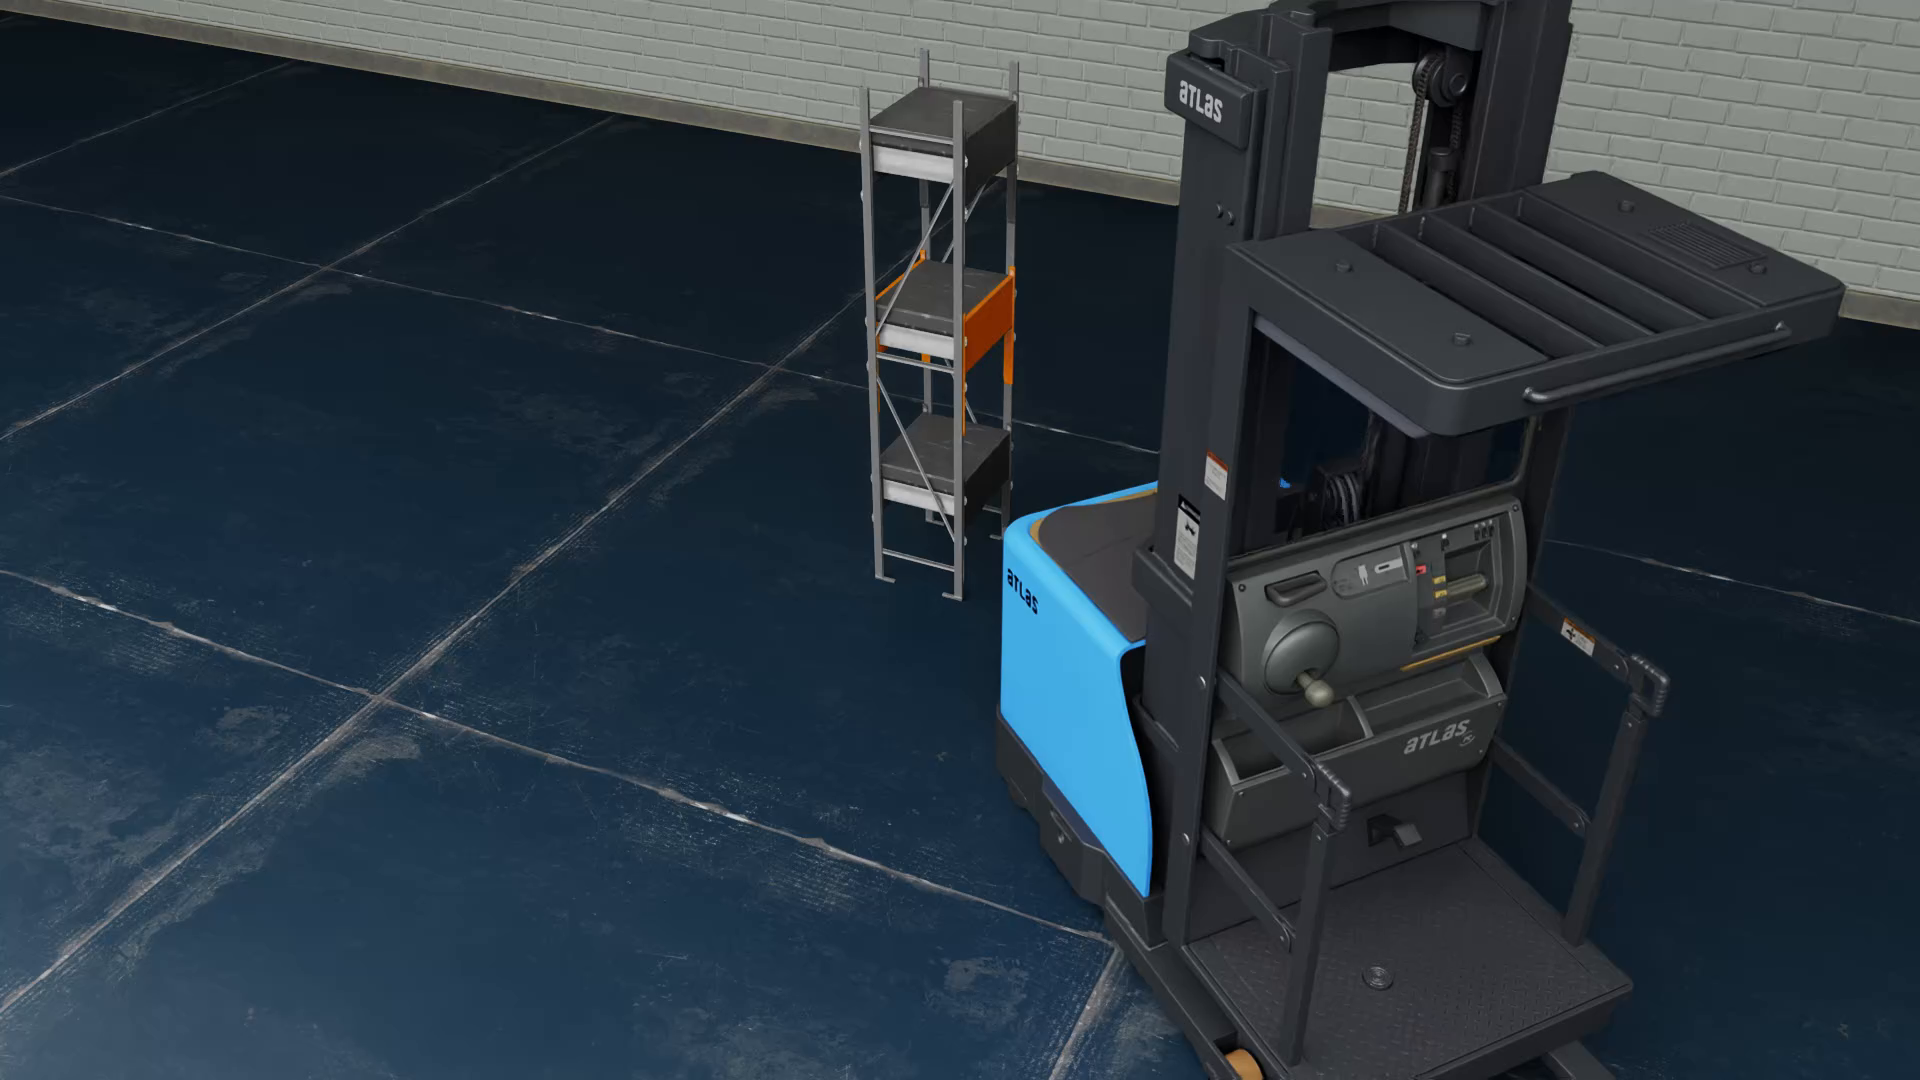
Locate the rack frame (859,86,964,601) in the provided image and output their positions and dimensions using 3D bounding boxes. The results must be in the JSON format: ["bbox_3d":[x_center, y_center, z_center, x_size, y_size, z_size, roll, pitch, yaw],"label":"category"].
[{"bbox_3d":[-0.171,-0.674,6.363,0.400,2.100,0.015,14,36,20],"label":"rack frame"}]

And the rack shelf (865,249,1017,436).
[{"bbox_3d":[-0.069,-0.784,6.556,0.431,0.518,0.480,14,36,20],"label":"rack shelf"}]

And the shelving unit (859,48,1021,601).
[{"bbox_3d":[-0.069,-0.796,6.549,0.431,2.100,0.503,14,36,20],"label":"shelving unit"}]

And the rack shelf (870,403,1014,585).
[{"bbox_3d":[-0.069,-0.199,6.940,0.431,0.518,0.480,14,36,20],"label":"rack shelf"}]

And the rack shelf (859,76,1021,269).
[{"bbox_3d":[-0.069,-1.370,6.172,0.431,0.518,0.480,14,36,20],"label":"rack shelf"}]

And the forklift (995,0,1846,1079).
[{"bbox_3d":[1.214,0.222,4.239,1.130,2.935,3.031,-15,36,-21],"label":"forklift"}]

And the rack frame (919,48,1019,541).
[{"bbox_3d":[0.033,-0.917,6.734,0.400,2.100,0.015,14,36,20],"label":"rack frame"}]
